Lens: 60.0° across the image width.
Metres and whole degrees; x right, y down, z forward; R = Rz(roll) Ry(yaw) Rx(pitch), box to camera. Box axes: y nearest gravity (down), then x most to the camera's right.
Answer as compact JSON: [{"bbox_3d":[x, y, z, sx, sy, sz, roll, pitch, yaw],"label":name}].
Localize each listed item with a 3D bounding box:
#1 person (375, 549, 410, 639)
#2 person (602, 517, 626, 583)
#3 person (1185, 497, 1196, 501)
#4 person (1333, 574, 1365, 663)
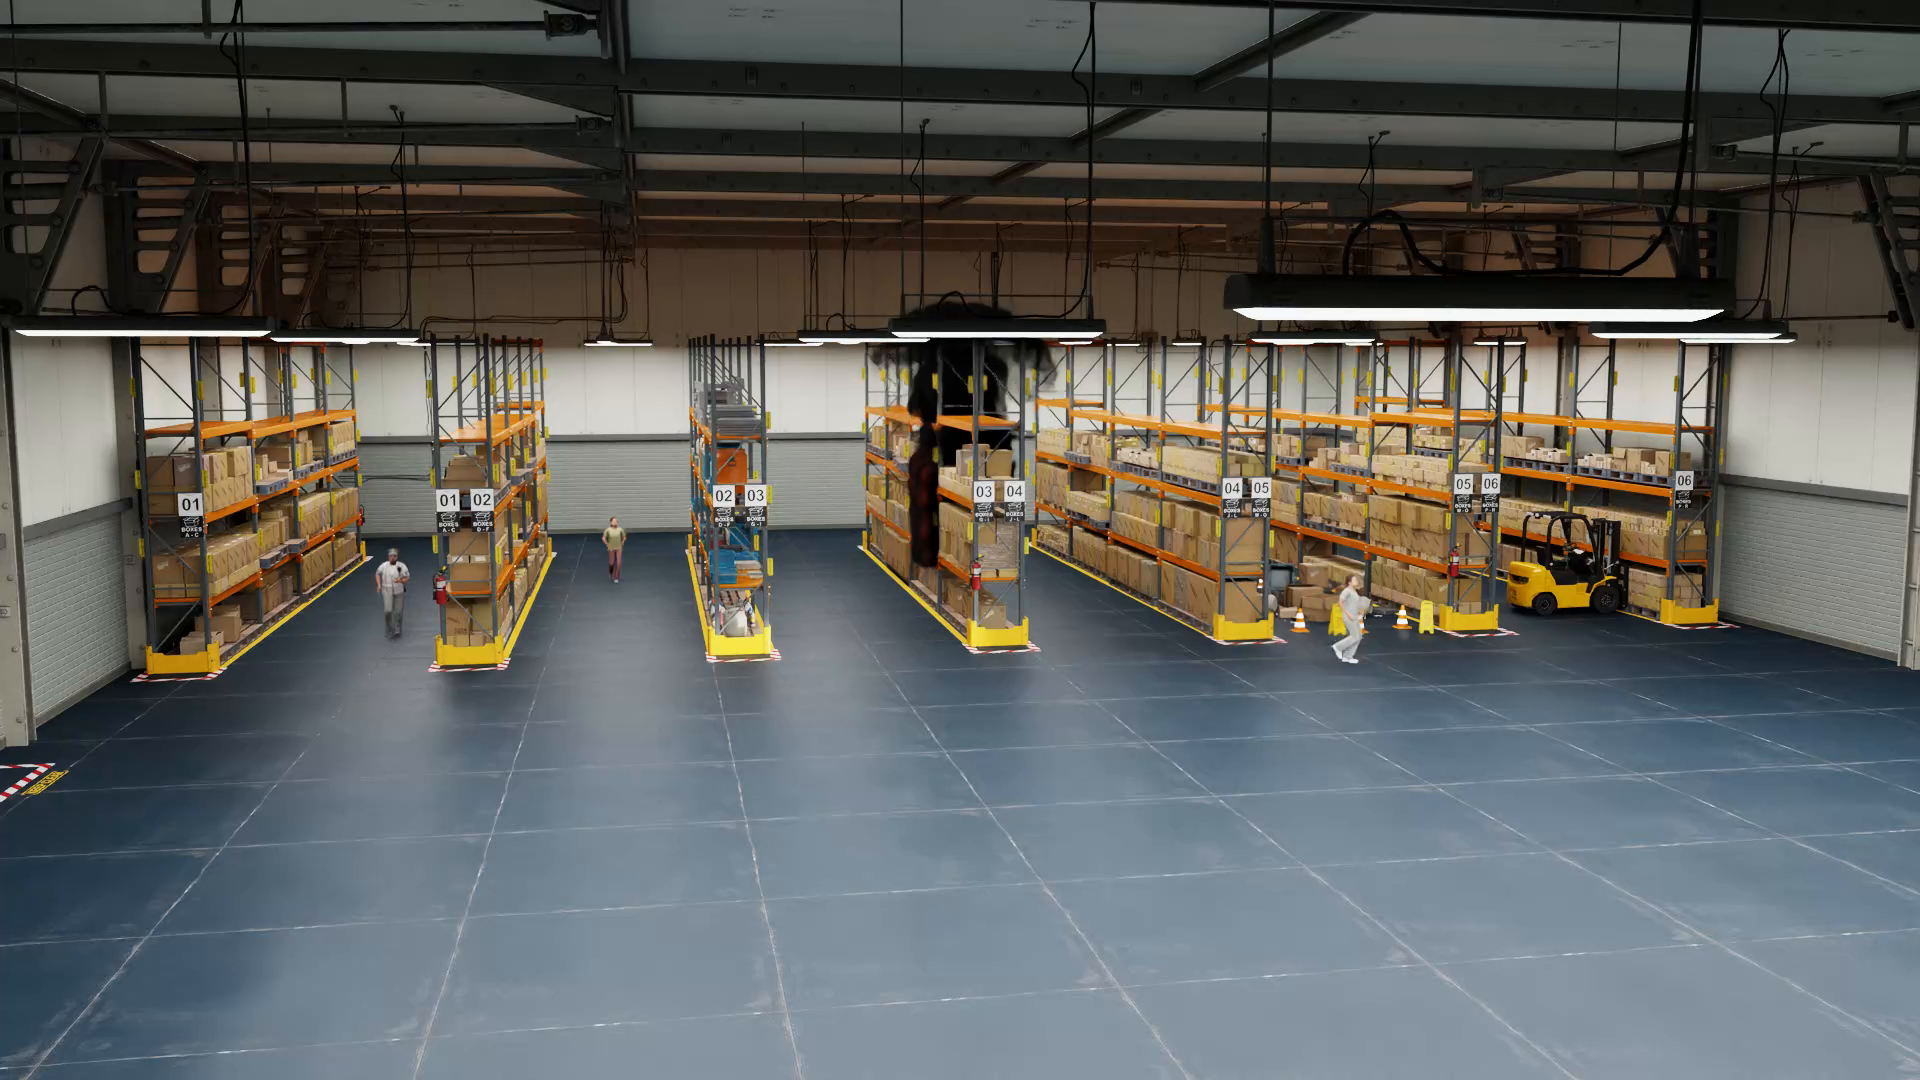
[{"bbox_3d":[-11.264,1.073,33.055,0.634,1.818,0.722,-2,7,-20],"label":"person"},{"bbox_3d":[-8.467,0.240,40.819,0.575,1.622,0.556,-2,7,-19],"label":"person"},{"bbox_3d":[7.167,-0.873,50.909,0.745,1.621,0.697,0,7,-2],"label":"person"},{"bbox_3d":[7.121,1.433,30.445,0.530,1.632,0.549,5,8,35],"label":"person"}]
